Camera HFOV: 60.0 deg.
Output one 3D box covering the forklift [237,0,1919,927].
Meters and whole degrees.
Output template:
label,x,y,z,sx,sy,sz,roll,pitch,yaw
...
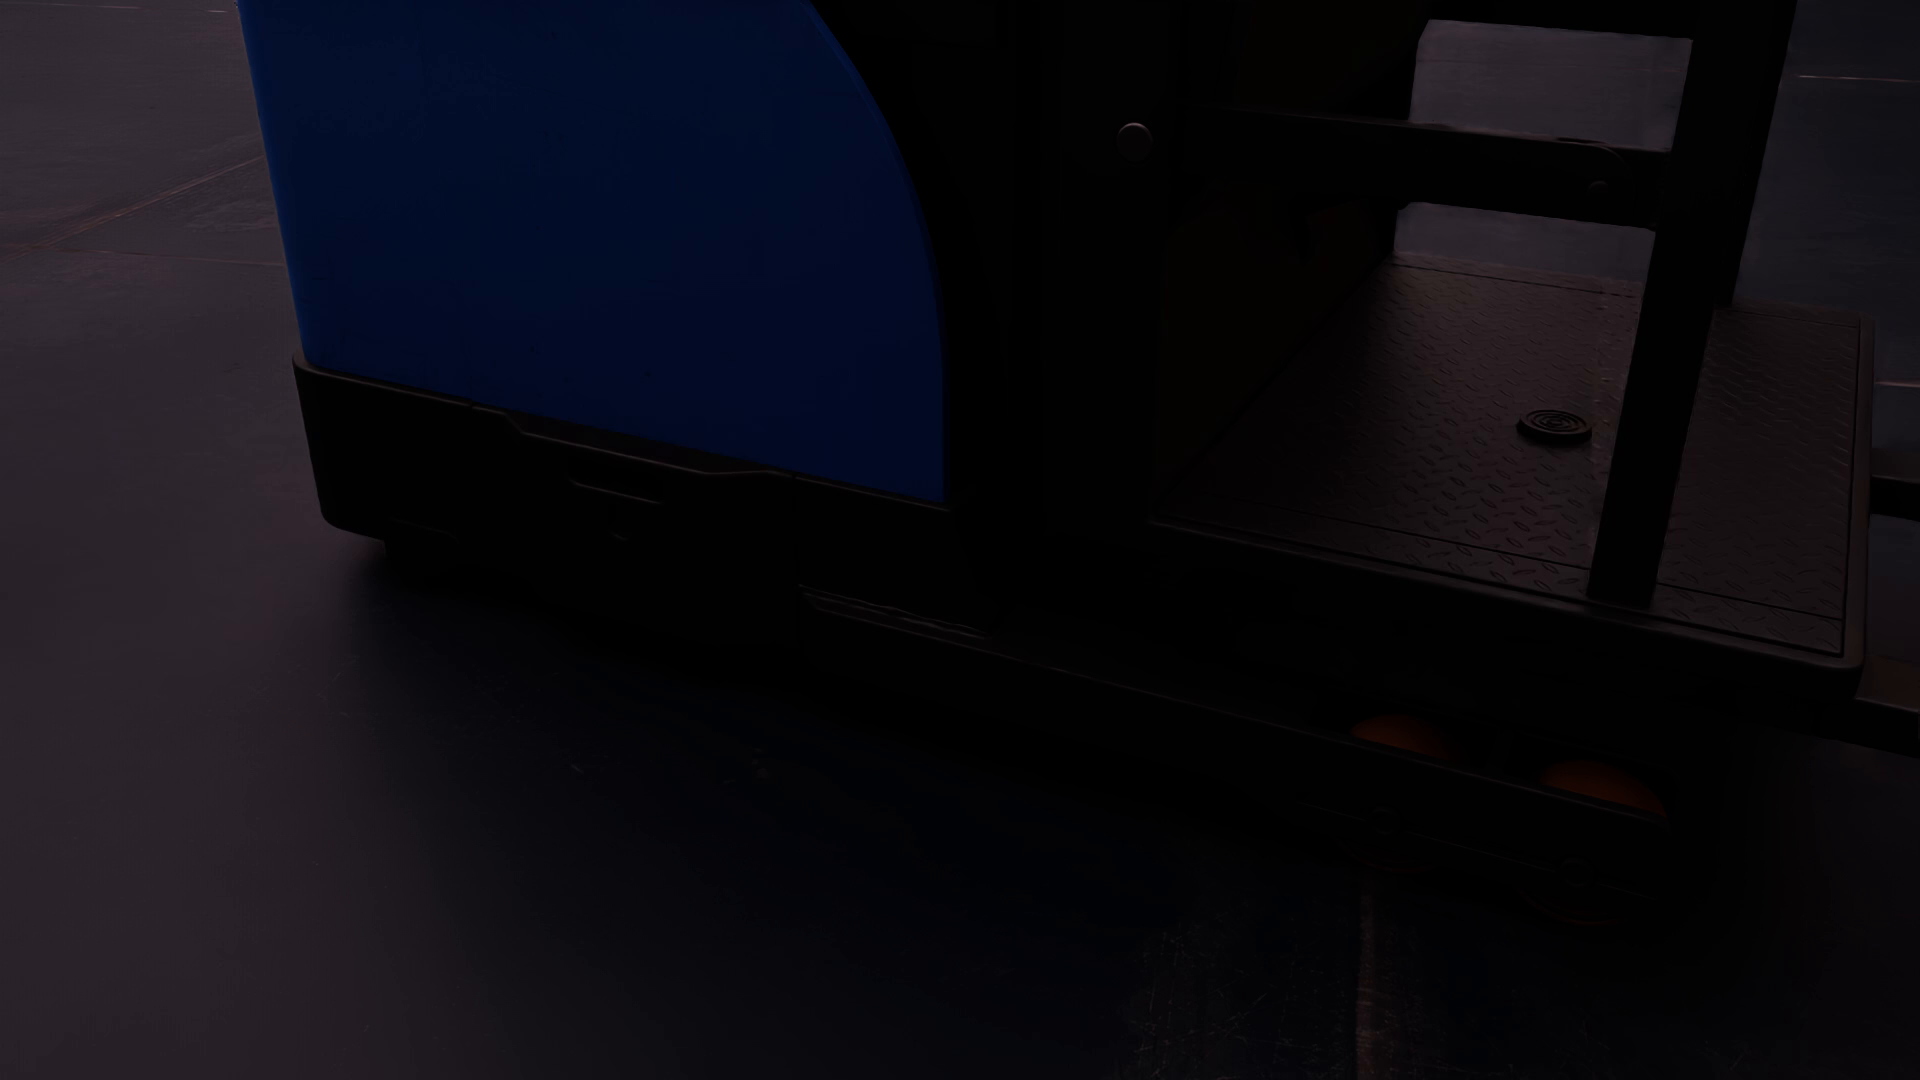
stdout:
label,x,y,z,sx,sy,sz,roll,pitch,yaw
forklift,0.616,-1.185,1.595,3.031,2.935,1.130,13,29,24
